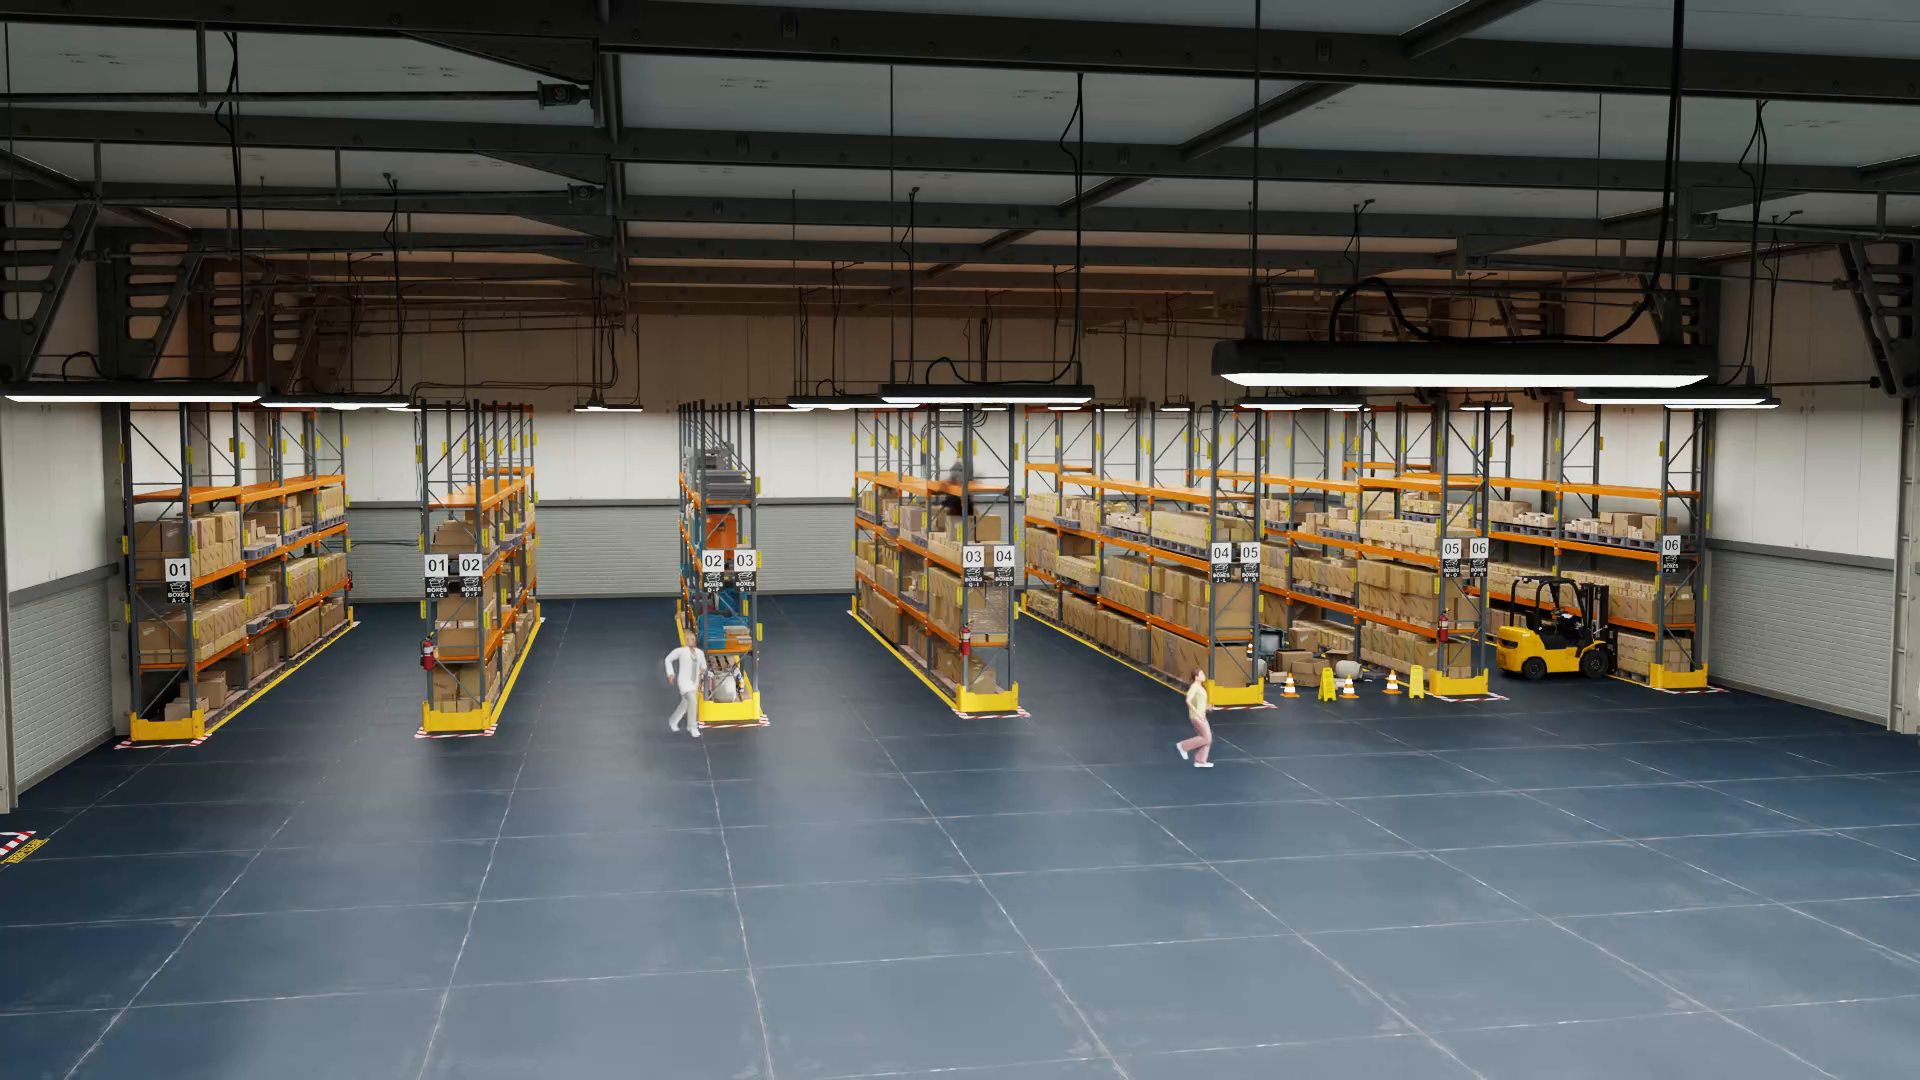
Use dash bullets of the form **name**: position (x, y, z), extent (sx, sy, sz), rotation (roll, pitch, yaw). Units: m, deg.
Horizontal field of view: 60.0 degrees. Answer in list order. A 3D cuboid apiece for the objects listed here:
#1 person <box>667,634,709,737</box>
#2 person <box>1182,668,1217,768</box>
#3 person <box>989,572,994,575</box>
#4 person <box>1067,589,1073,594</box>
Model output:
- **person**: position (-4.789, 2.579, 29.843), extent (0.959, 1.774, 0.703), rotation (4, 6, 40)
- **person**: position (3.883, 2.877, 26.961), extent (0.557, 1.624, 0.592), rotation (1, 4, 13)
- **person**: position (0.898, 1.359, 47.072), extent (0.607, 1.719, 0.797), rotation (0, 4, -5)
- **person**: position (3.438, 1.239, 49.419), extent (0.664, 1.581, 0.774), rotation (-4, 6, -43)
